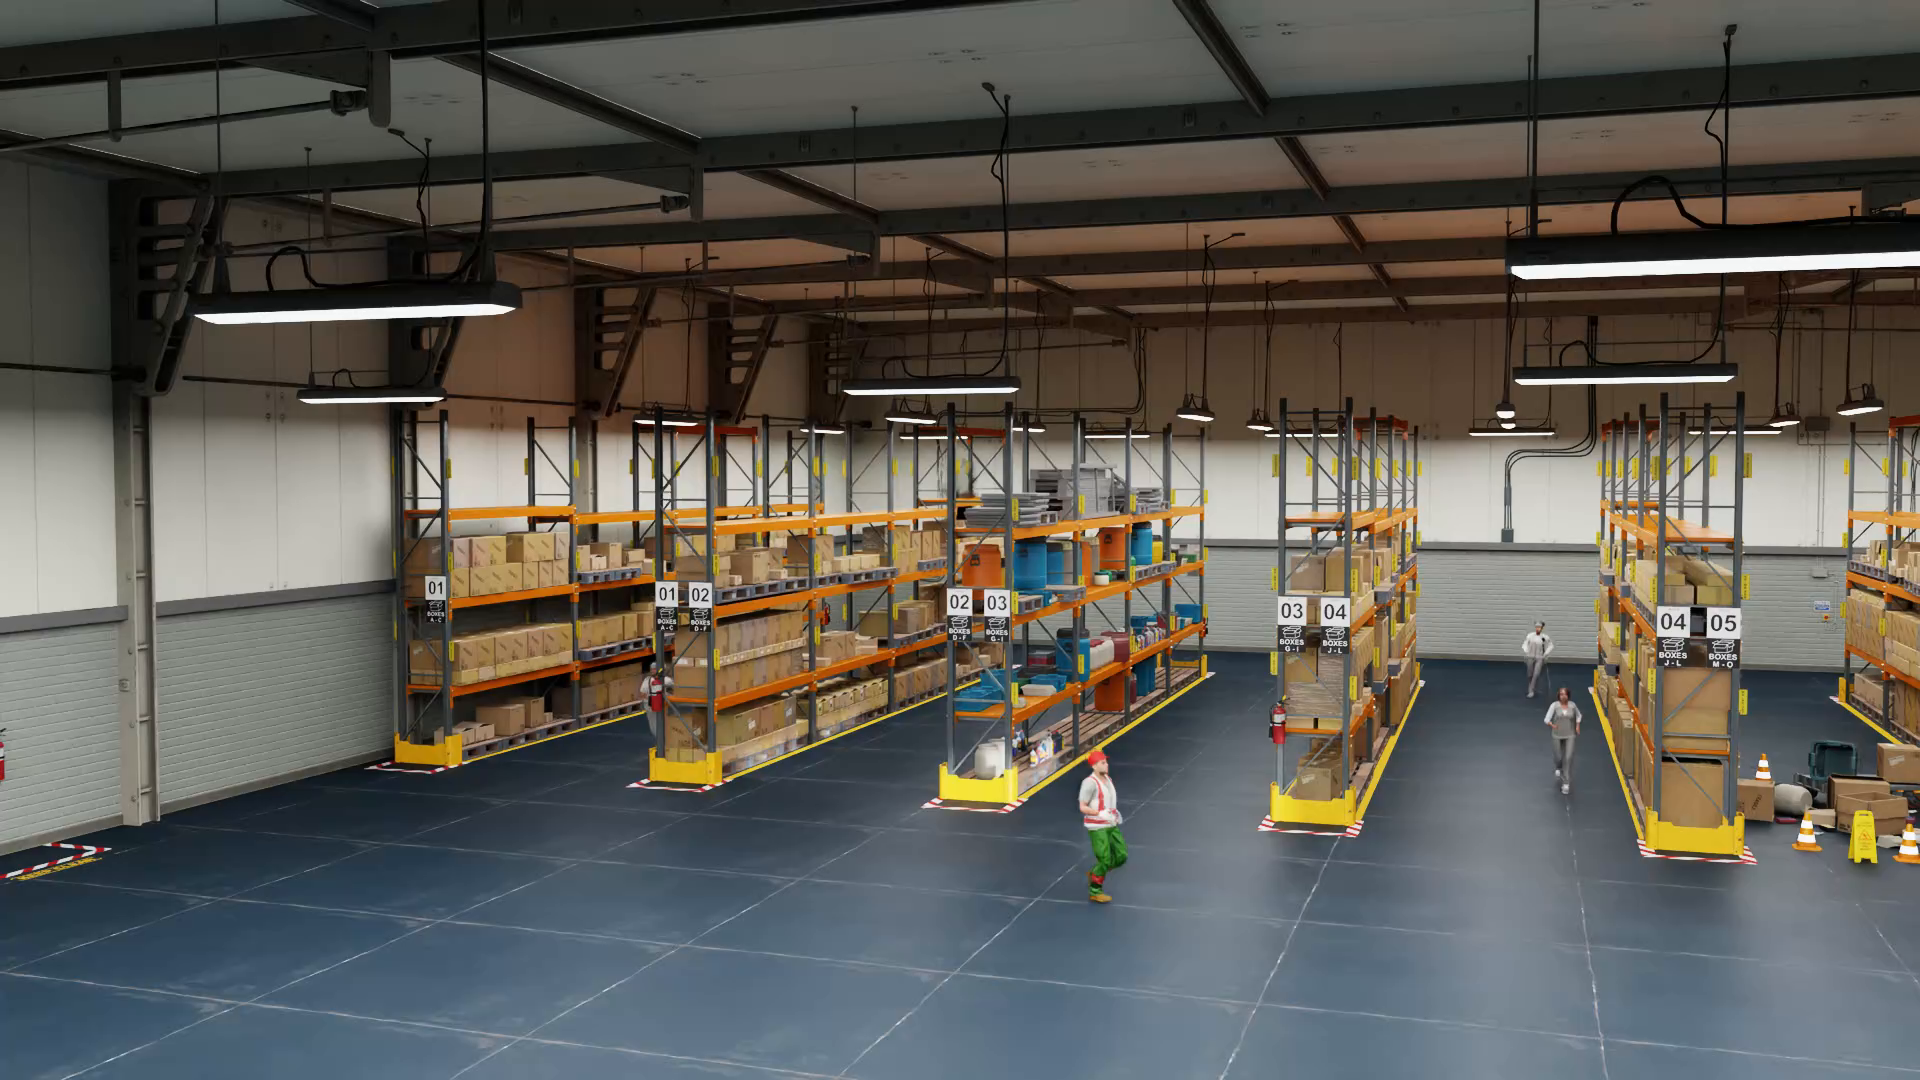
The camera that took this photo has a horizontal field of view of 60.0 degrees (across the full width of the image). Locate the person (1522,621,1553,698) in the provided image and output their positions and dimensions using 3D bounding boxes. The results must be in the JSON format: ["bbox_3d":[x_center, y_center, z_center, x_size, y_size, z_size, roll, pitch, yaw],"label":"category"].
[{"bbox_3d":[12.719,2.608,36.627,0.632,1.687,0.759,1,3,28],"label":"person"}]

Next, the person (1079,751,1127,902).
[{"bbox_3d":[1.663,3.301,19.162,0.598,1.740,0.645,2,3,40],"label":"person"}]

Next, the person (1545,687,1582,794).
[{"bbox_3d":[9.388,3.084,25.881,0.557,1.596,0.881,1,3,15],"label":"person"}]

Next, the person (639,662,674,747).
[{"bbox_3d":[-5.204,2.950,28.543,0.593,1.722,0.816,1,3,16],"label":"person"}]
